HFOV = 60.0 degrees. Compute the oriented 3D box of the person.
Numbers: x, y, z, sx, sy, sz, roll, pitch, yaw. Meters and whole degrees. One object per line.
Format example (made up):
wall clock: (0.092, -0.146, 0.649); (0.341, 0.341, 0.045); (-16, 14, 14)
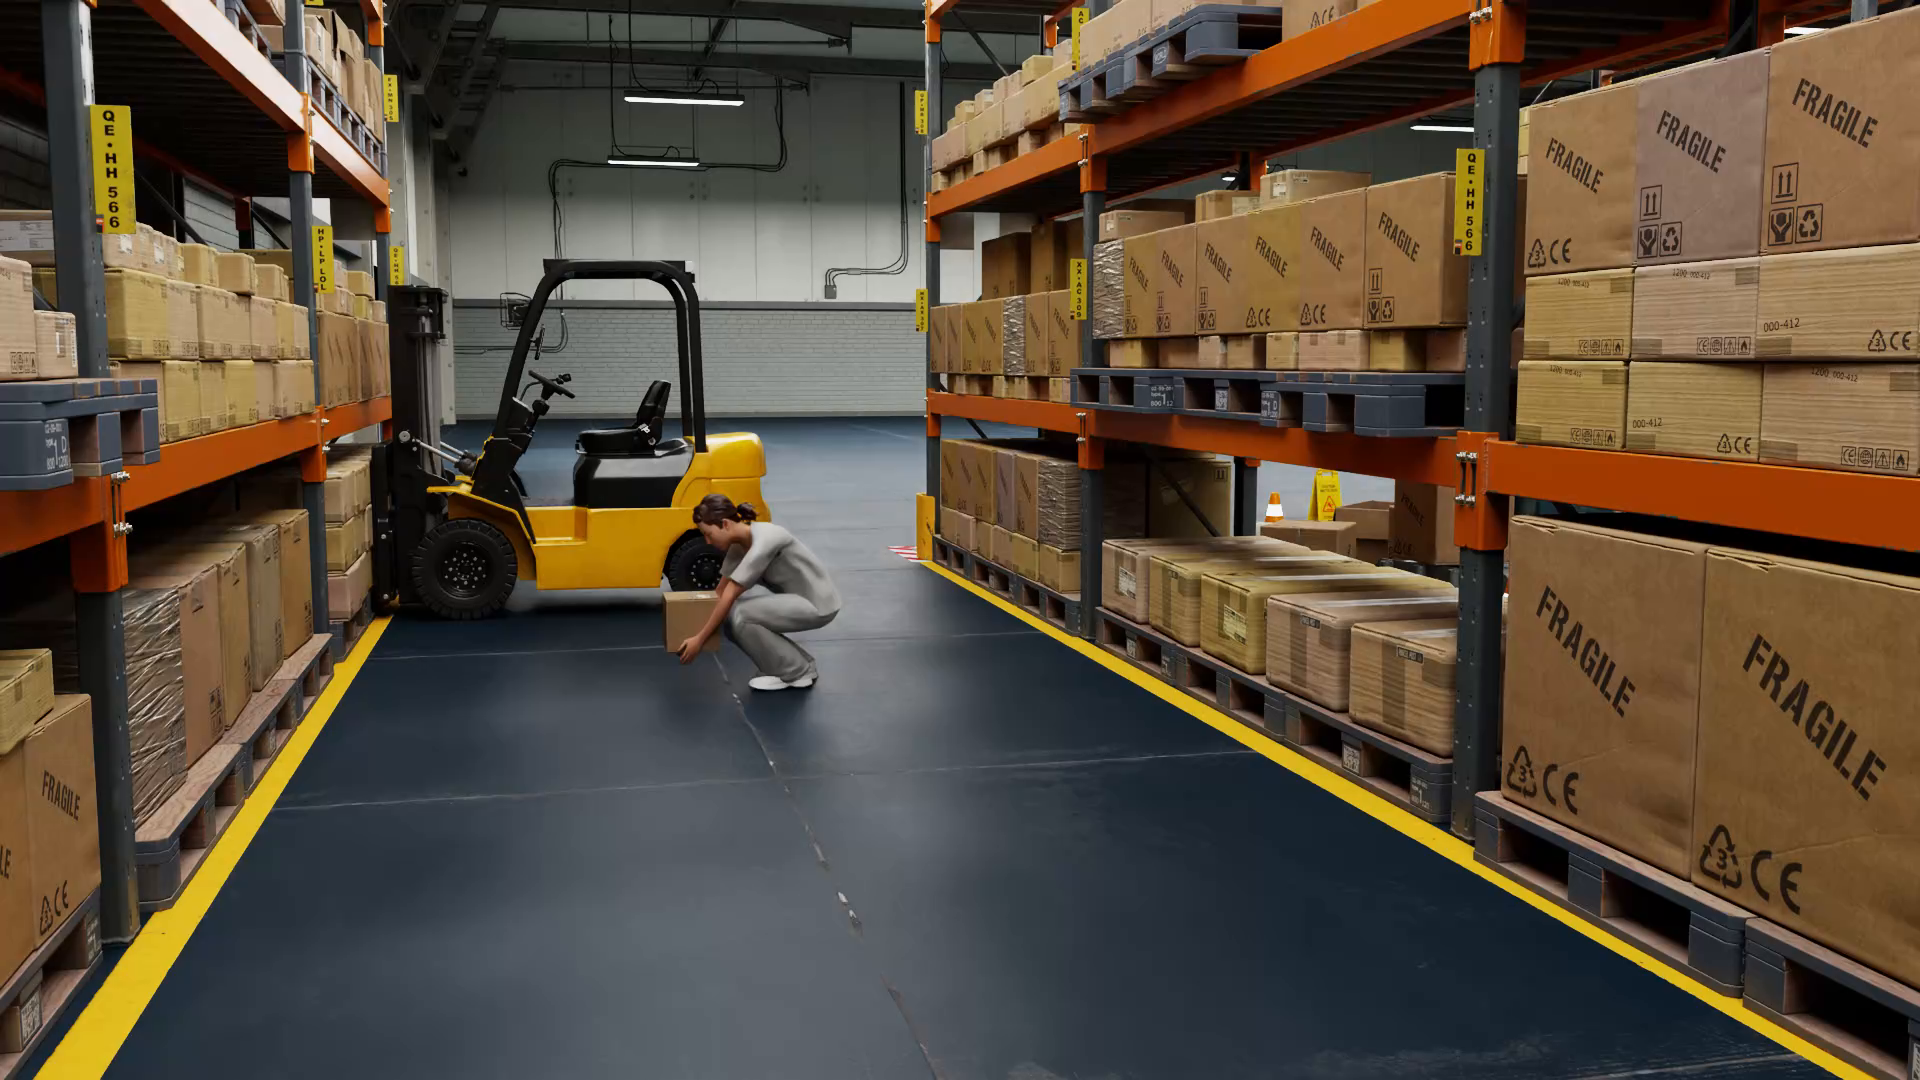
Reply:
person: (-0.958, 0.238, 7.910); (0.794, 0.939, 0.471); (-2, 6, -14)
